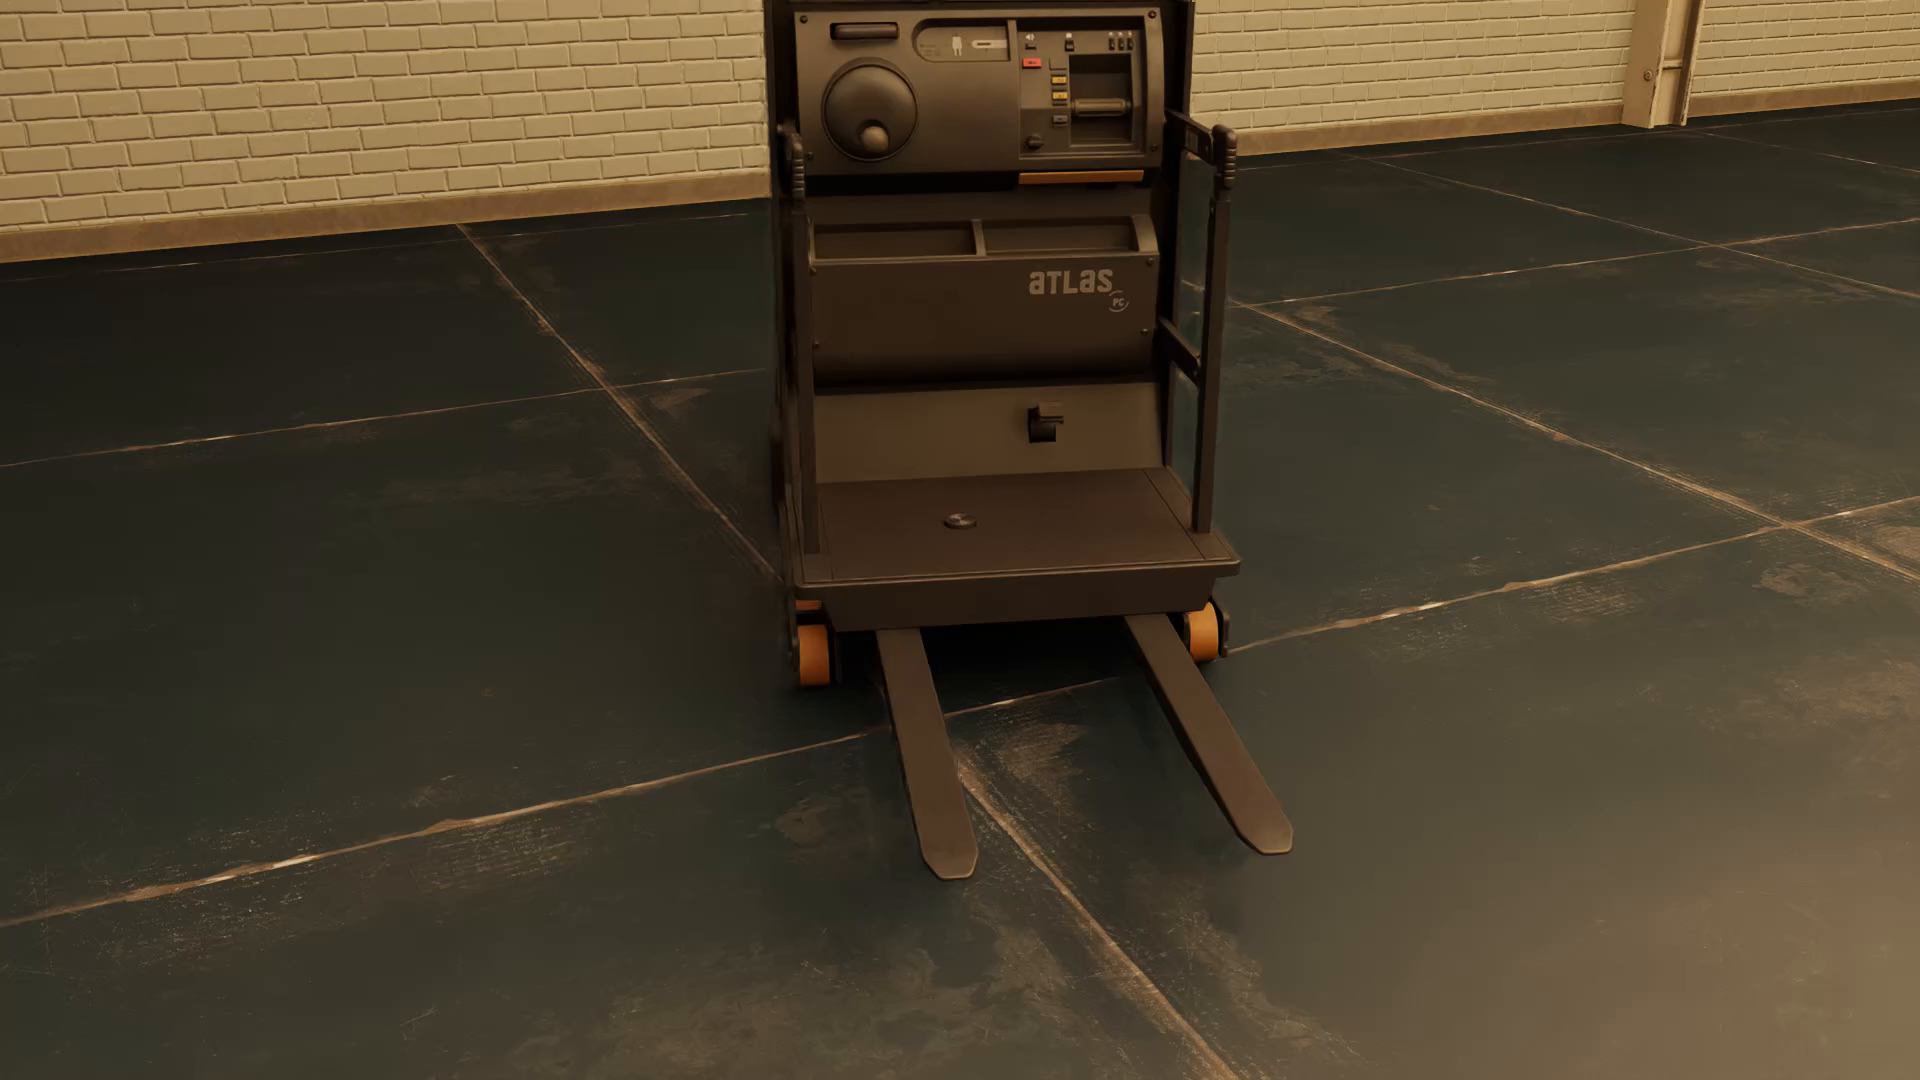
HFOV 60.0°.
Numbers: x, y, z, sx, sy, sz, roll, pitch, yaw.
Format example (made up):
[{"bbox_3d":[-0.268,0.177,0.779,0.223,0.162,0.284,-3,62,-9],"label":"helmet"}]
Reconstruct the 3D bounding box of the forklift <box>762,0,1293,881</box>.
[{"bbox_3d":[0.085,-1.122,3.986,1.130,2.935,3.031,-3,23,-7],"label":"forklift"}]
